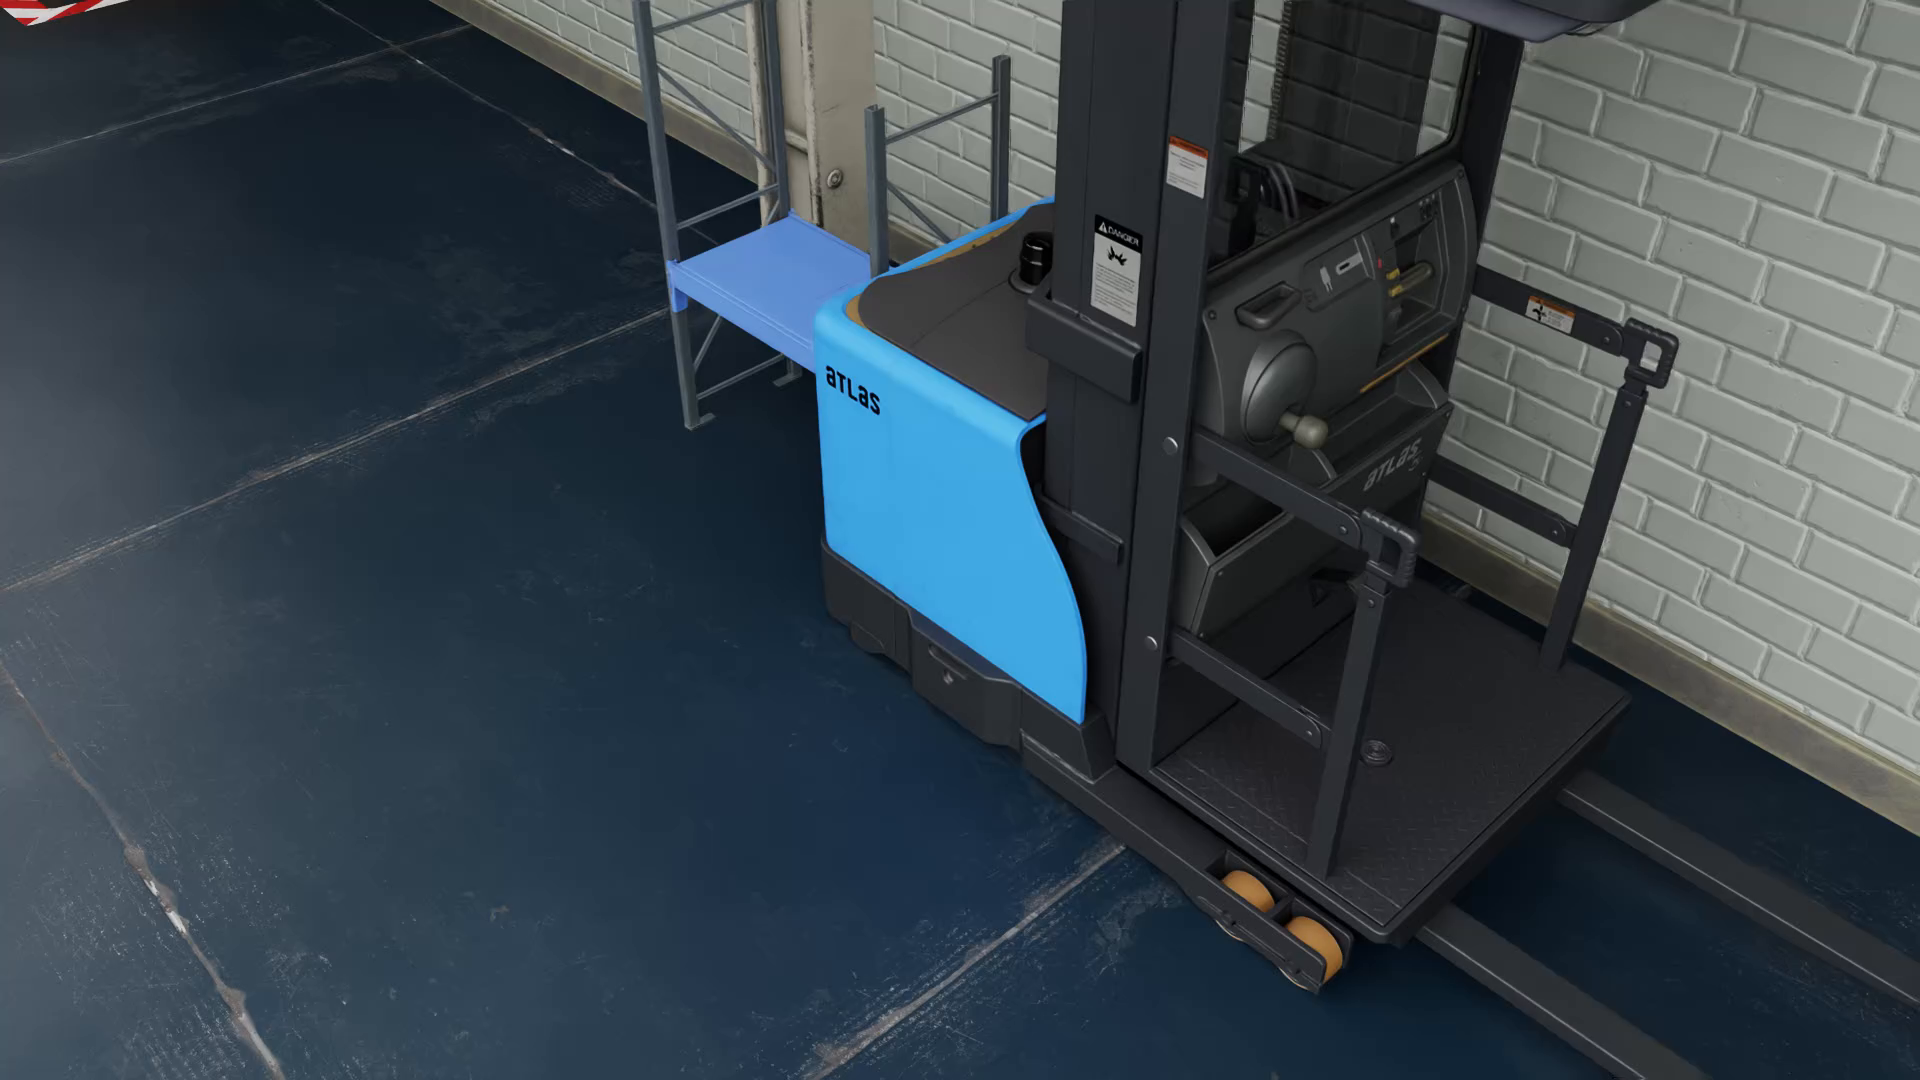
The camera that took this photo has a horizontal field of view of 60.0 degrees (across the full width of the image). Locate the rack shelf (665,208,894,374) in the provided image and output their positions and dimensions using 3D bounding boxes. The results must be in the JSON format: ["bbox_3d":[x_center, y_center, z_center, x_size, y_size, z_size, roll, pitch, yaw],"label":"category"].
[{"bbox_3d":[-0.405,-0.704,5.215,0.538,0.185,1.000,-31,48,-33],"label":"rack shelf"}]

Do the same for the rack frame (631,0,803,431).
[{"bbox_3d":[-0.757,-1.075,5.387,0.500,1.500,0.032,-31,48,-33],"label":"rack frame"}]

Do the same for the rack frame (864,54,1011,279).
[{"bbox_3d":[-0.053,-0.614,4.816,0.500,1.500,0.032,-31,48,-33],"label":"rack frame"}]

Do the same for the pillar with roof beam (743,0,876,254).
[{"bbox_3d":[-3.731,-2.876,1.649,9.100,9.000,0.400,-30,48,-32],"label":"pillar with roof beam"}]

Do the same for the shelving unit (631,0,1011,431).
[{"bbox_3d":[-0.405,-0.844,5.102,0.538,1.500,1.048,-31,48,-33],"label":"shelving unit"}]

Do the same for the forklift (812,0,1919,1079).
[{"bbox_3d":[0.983,-0.450,3.475,1.130,2.935,3.031,-31,48,-33],"label":"forklift"}]
